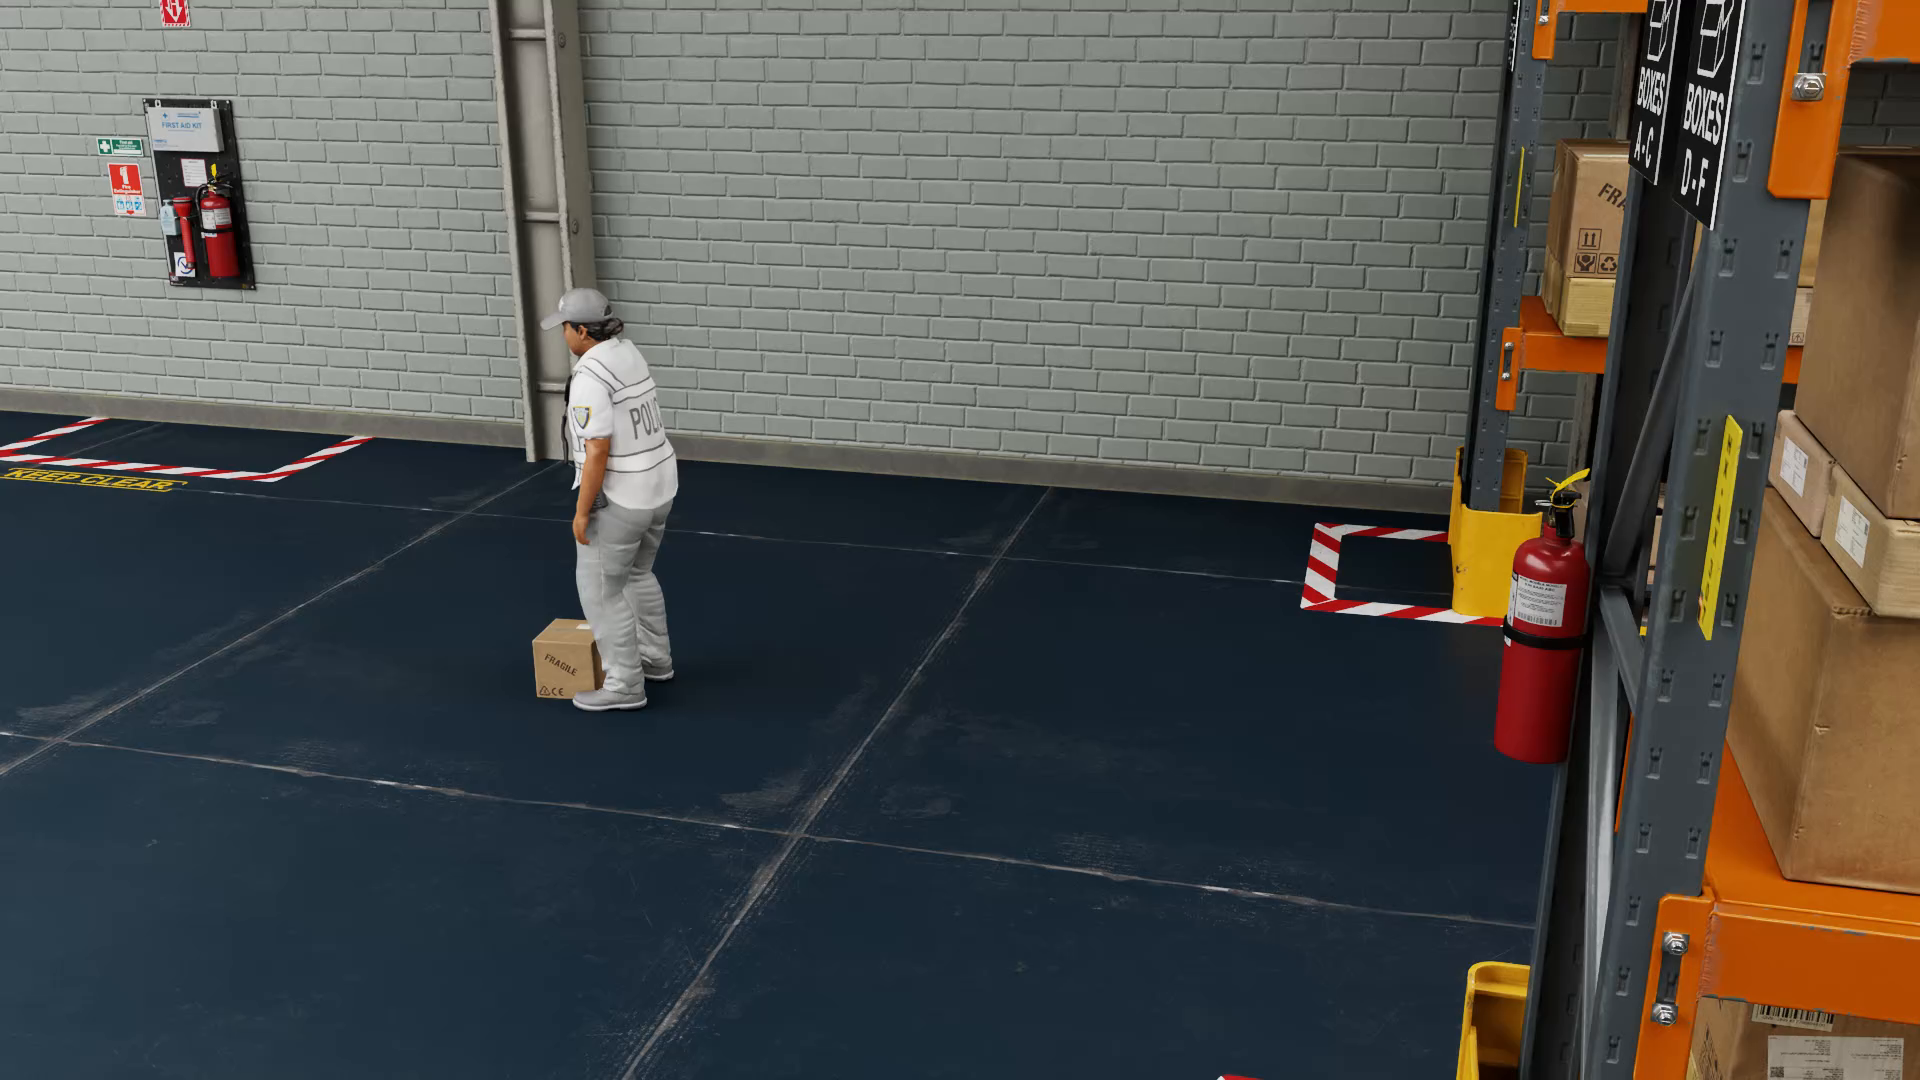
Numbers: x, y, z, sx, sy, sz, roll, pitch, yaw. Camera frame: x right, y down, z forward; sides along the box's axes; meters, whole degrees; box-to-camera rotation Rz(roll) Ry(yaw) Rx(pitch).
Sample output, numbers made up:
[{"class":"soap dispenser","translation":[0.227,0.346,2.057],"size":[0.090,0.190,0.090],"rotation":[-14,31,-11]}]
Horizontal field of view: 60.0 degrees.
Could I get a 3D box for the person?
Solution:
[{"class":"person","translation":[-1.362,-0.165,6.545],"size":[0.465,1.666,0.538],"rotation":[5,19,14]}]
